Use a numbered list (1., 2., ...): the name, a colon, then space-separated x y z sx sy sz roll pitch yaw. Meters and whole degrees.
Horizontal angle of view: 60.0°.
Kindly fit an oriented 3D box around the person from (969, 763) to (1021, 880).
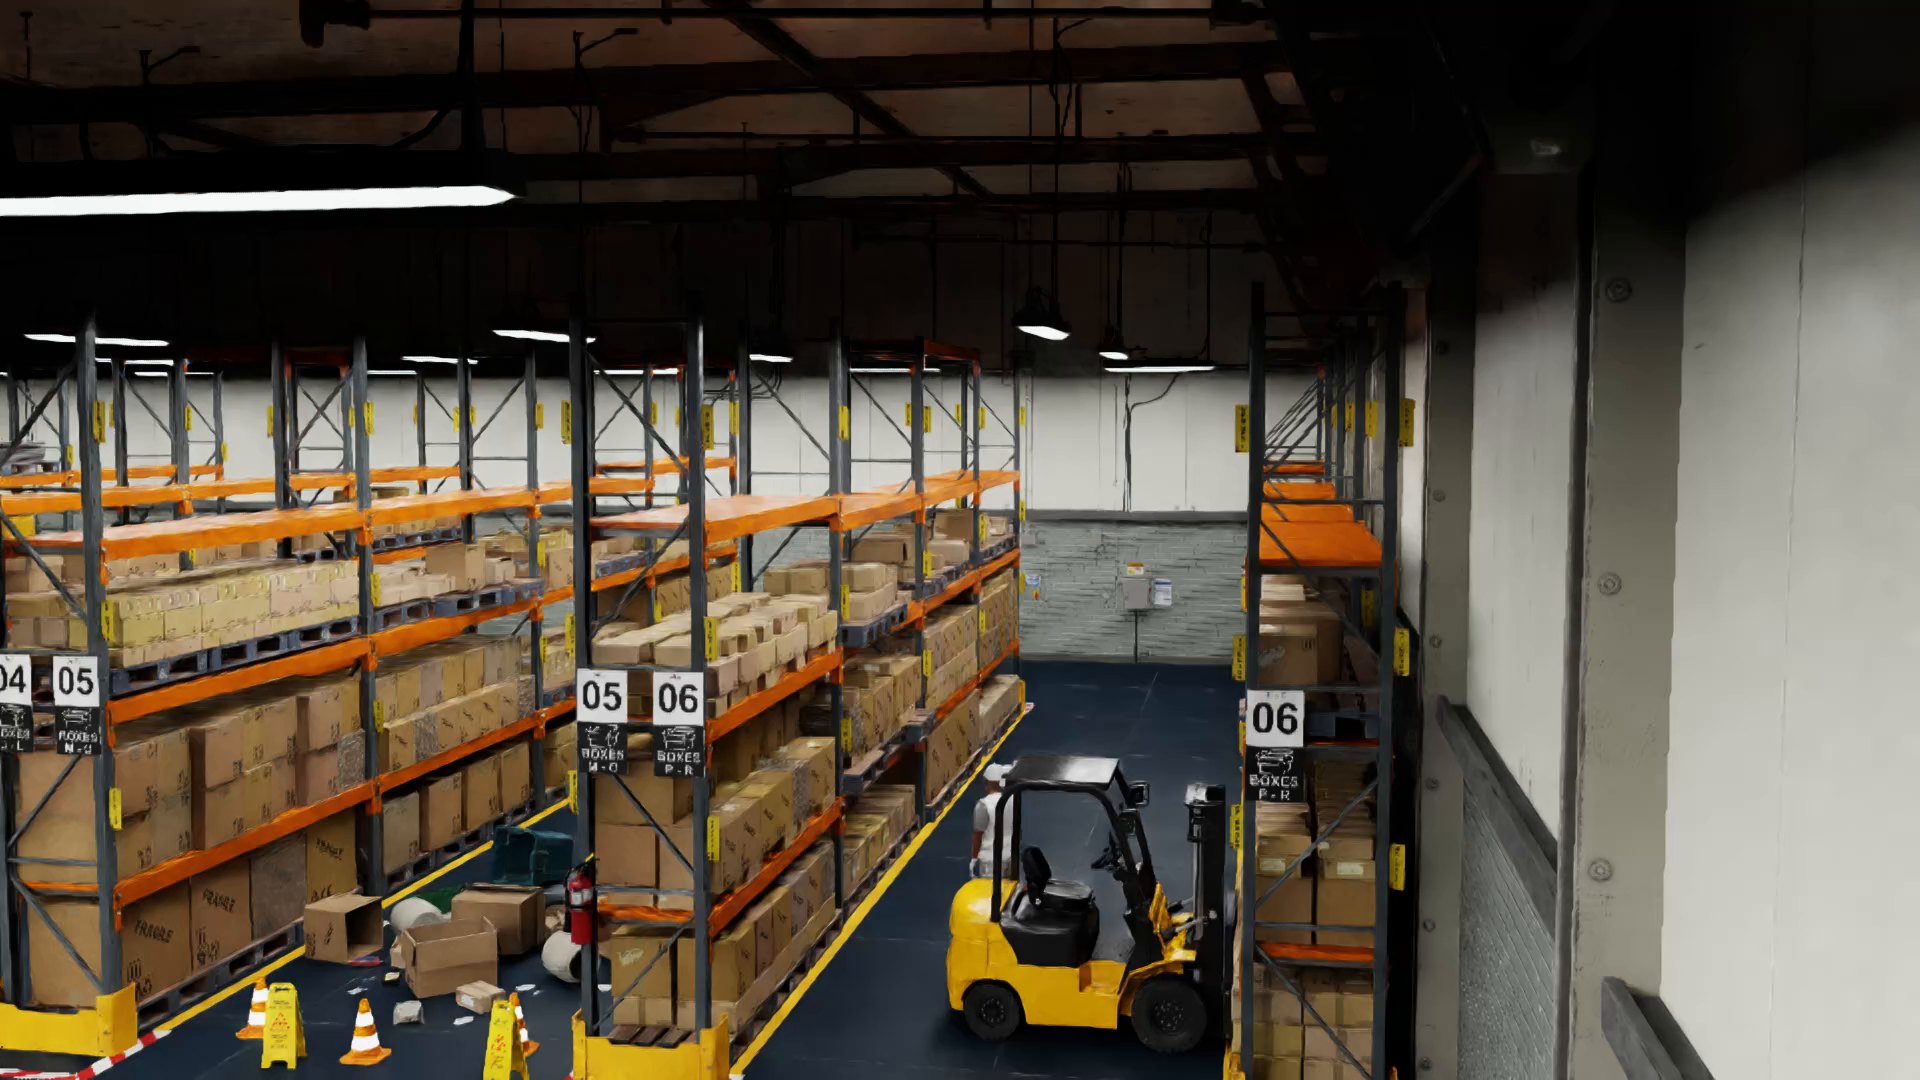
1. person: 0.321 2.992 15.757 0.583 1.782 0.665 4 6 41
